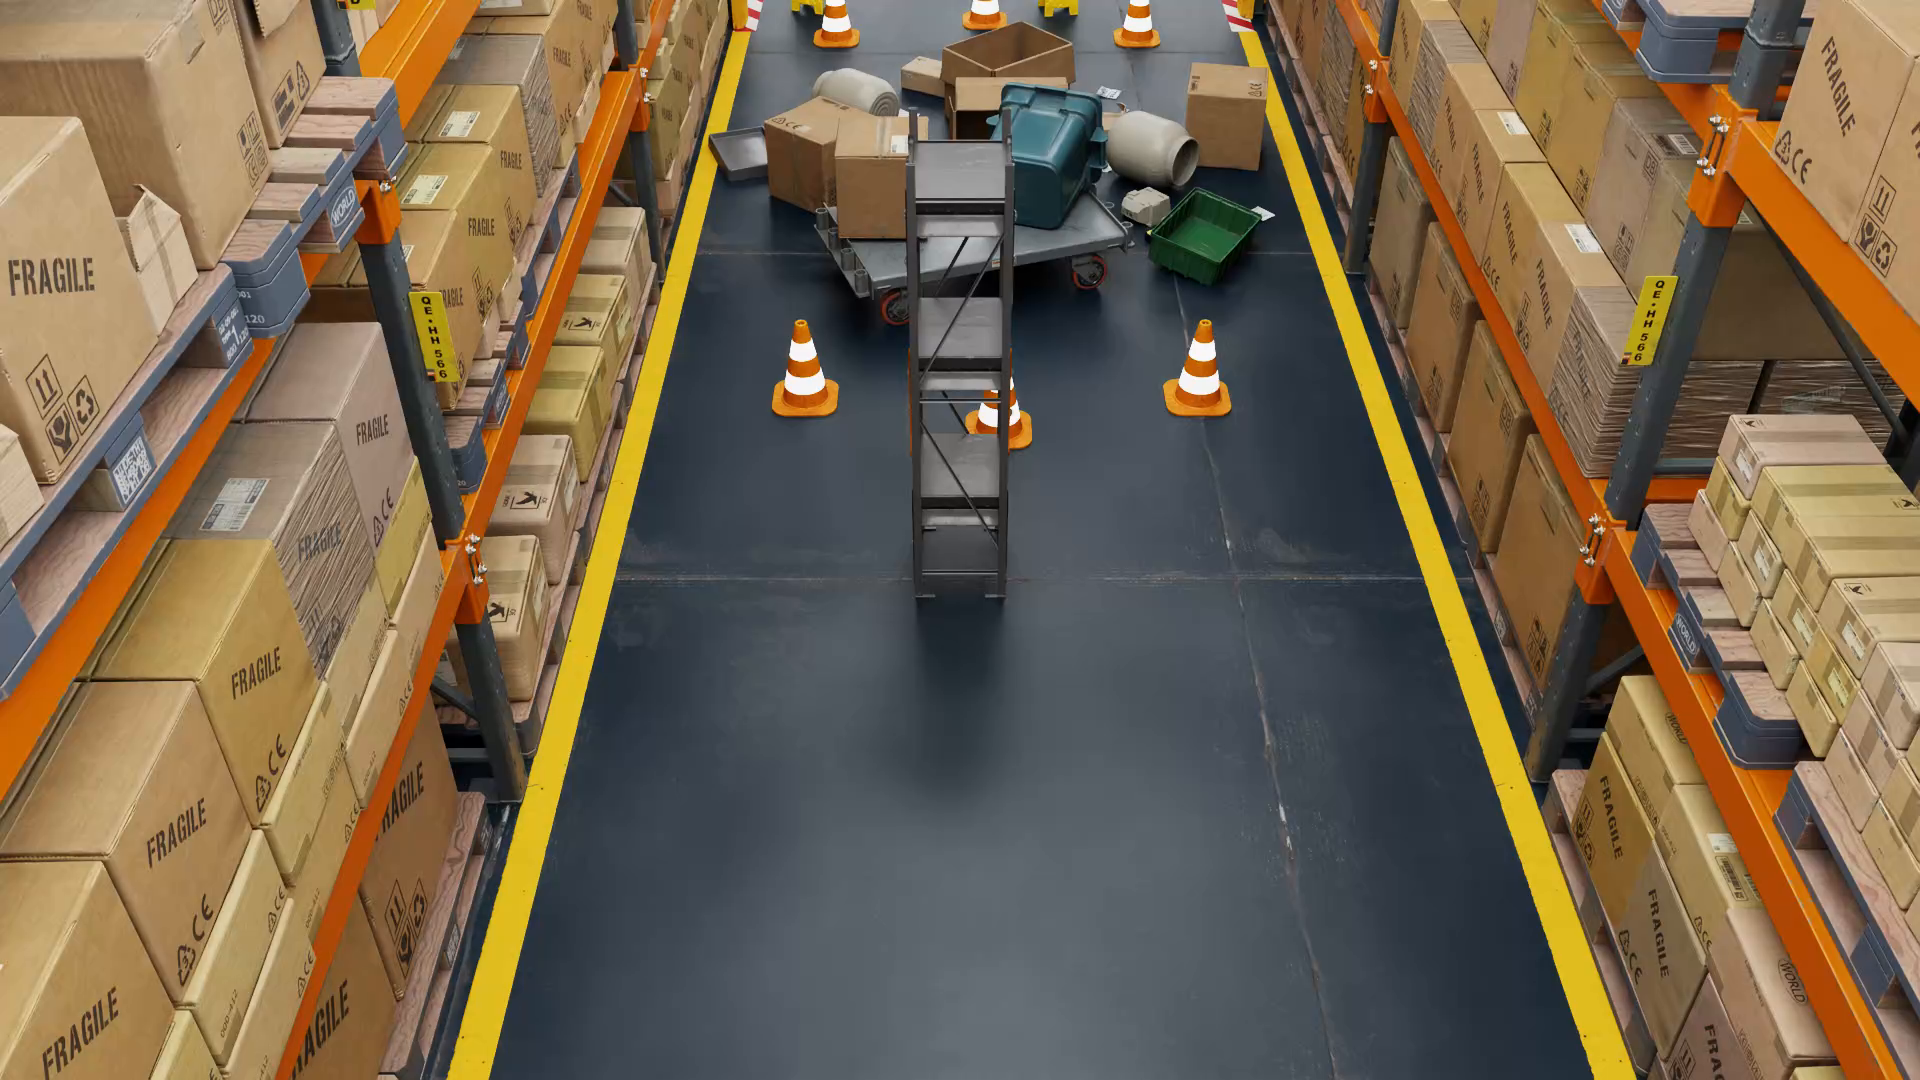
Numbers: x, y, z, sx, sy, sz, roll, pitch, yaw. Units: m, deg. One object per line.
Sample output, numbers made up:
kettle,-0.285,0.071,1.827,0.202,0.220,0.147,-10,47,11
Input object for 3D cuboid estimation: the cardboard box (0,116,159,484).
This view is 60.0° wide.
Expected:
cardboard box,-1.910,-0.451,3.100,0.500,0.500,0.500,0,39,0

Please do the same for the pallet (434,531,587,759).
pallet,-2.201,0.419,7.058,1.003,0.211,1.213,0,39,0

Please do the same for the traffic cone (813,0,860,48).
traffic cone,-0.921,-3.925,12.278,0.336,0.463,0.334,0,39,0

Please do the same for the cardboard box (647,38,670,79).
cardboard box,-1.877,-2.765,9.547,0.380,0.149,0.250,0,39,1

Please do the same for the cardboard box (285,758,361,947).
cardboard box,-1.941,0.829,4.437,0.500,0.250,0.500,0,39,-1

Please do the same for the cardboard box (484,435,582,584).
cardboard box,-2.201,-0.133,7.283,0.950,0.372,0.625,-1,39,-1

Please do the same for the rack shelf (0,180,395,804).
rack shelf,-2.200,0.181,3.302,1.077,0.370,4.000,0,39,0

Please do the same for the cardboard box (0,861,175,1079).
cardboard box,-1.937,0.985,3.243,0.500,0.500,0.500,-1,39,-1

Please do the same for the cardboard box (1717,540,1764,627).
cardboard box,2.547,0.135,5.048,0.380,0.149,0.250,2,39,2

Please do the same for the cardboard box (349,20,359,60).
cardboard box,-2.032,-1.450,4.962,0.380,0.149,0.250,0,39,0

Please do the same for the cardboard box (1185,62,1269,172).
cardboard box,1.715,-2.744,10.772,0.500,0.500,0.500,6,39,8

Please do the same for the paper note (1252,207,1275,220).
paper note,1.837,-2.010,10.233,0.147,0.020,0.142,-28,46,-30

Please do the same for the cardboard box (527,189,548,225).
cardboard box,-1.970,-1.460,7.038,0.380,0.149,0.250,1,39,1

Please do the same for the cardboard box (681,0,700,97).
cardboard box,-1.948,-3.093,10.474,0.500,0.500,0.500,2,39,2

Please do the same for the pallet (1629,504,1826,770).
pallet,2.855,0.274,5.163,1.213,0.211,1.003,0,39,0

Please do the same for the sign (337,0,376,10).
sign,-1.647,-1.578,4.446,0.100,0.325,0.005,0,39,0

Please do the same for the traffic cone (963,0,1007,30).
traffic cone,0.189,-4.138,12.544,0.336,0.463,0.334,0,39,0

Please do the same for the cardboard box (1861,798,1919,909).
cardboard box,2.550,0.796,4.223,0.380,0.149,0.250,0,39,1

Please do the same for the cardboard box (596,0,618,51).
cardboard box,-1.976,-2.712,8.081,0.500,0.500,0.500,-1,39,-1

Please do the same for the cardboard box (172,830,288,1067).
cardboard box,-1.921,0.952,3.884,0.500,0.250,0.500,-1,39,-1

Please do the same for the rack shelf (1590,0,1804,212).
rack shelf,2.746,-2.387,6.507,1.077,0.370,4.000,0,39,0

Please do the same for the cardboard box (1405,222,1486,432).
cardboard box,2.831,-1.043,8.116,1.050,0.750,0.750,0,39,0

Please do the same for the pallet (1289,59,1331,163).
pallet,2.816,-2.900,11.201,1.003,0.211,1.213,0,39,0

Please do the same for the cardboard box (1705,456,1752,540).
cardboard box,2.548,-0.126,5.136,0.380,0.149,0.250,2,39,2

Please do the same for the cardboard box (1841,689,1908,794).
cardboard box,2.554,0.524,4.325,0.380,0.149,0.250,0,39,0

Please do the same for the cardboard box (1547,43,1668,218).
cardboard box,2.753,-1.594,6.461,0.700,0.500,0.500,-1,39,-1

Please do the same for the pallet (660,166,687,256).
pallet,-2.243,-2.013,10.093,1.003,0.211,1.213,0,39,0

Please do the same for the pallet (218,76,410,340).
pallet,-2.148,-0.874,4.195,1.213,0.211,1.003,2,39,2

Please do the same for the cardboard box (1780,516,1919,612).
cardboard box,2.554,0.066,4.659,0.380,0.149,0.250,0,39,0

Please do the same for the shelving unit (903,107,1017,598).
shelving unit,0.000,-0.716,6.964,0.431,2.100,0.503,0,39,0

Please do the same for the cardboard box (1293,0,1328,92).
cardboard box,2.809,-3.610,11.219,0.875,0.875,0.875,-1,39,-1

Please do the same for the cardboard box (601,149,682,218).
cardboard box,-1.937,-2.141,9.887,0.500,0.250,0.500,-2,39,-2

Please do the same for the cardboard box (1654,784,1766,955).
cardboard box,2.507,1.021,5.141,0.500,0.250,0.500,0,39,-1

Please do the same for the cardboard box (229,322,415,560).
cardboard box,-1.940,-0.286,4.829,0.500,0.500,0.500,-1,39,-1

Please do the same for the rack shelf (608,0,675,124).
rack shelf,-2.209,-3.651,10.483,1.077,0.370,4.000,0,39,0

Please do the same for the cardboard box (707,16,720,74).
cardboard box,-1.948,-3.444,11.512,0.500,0.250,0.500,0,39,0

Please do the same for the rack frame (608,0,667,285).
rack frame,-2.207,-2.681,8.697,1.000,3.000,0.127,0,39,0

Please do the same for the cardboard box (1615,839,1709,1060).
cardboard box,2.498,1.322,5.365,0.500,0.500,0.500,0,39,0

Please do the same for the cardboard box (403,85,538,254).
cardboard box,-1.986,-1.438,6.493,0.500,0.500,0.500,1,39,1

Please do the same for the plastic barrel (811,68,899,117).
plastic barrel,-0.695,-2.887,11.014,0.512,0.421,0.421,28,46,30

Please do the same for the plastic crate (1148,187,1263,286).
plastic crate,1.433,-1.781,9.776,0.450,0.188,0.662,27,45,16

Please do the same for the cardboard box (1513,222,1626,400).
cardboard box,2.480,-0.879,6.368,0.500,0.500,0.500,0,39,0

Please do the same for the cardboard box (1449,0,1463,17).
cardboard box,2.750,-2.867,8.049,0.700,0.500,0.500,-1,39,-1

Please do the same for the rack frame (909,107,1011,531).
rack frame,0.000,-0.868,7.155,0.400,2.100,0.015,0,39,0

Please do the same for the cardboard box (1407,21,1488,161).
cardboard box,2.476,-2.142,7.945,0.500,0.500,0.500,0,39,0

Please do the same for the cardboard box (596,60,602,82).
cardboard box,-1.947,-2.261,8.037,0.380,0.149,0.250,-1,39,-1

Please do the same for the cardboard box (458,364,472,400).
cardboard box,-1.983,-0.626,5.998,0.380,0.149,0.250,-2,39,-3

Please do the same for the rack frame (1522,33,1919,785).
rack frame,2.748,-0.247,5.659,1.000,3.000,0.127,0,39,0

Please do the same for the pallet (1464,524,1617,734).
pallet,2.822,0.348,7.147,1.003,0.211,1.213,0,39,0

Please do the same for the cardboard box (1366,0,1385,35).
cardboard box,2.731,-3.037,9.022,0.875,0.550,0.550,0,39,0

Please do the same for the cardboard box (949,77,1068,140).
cardboard box,0.332,-2.580,10.459,0.797,0.637,0.503,0,39,0
